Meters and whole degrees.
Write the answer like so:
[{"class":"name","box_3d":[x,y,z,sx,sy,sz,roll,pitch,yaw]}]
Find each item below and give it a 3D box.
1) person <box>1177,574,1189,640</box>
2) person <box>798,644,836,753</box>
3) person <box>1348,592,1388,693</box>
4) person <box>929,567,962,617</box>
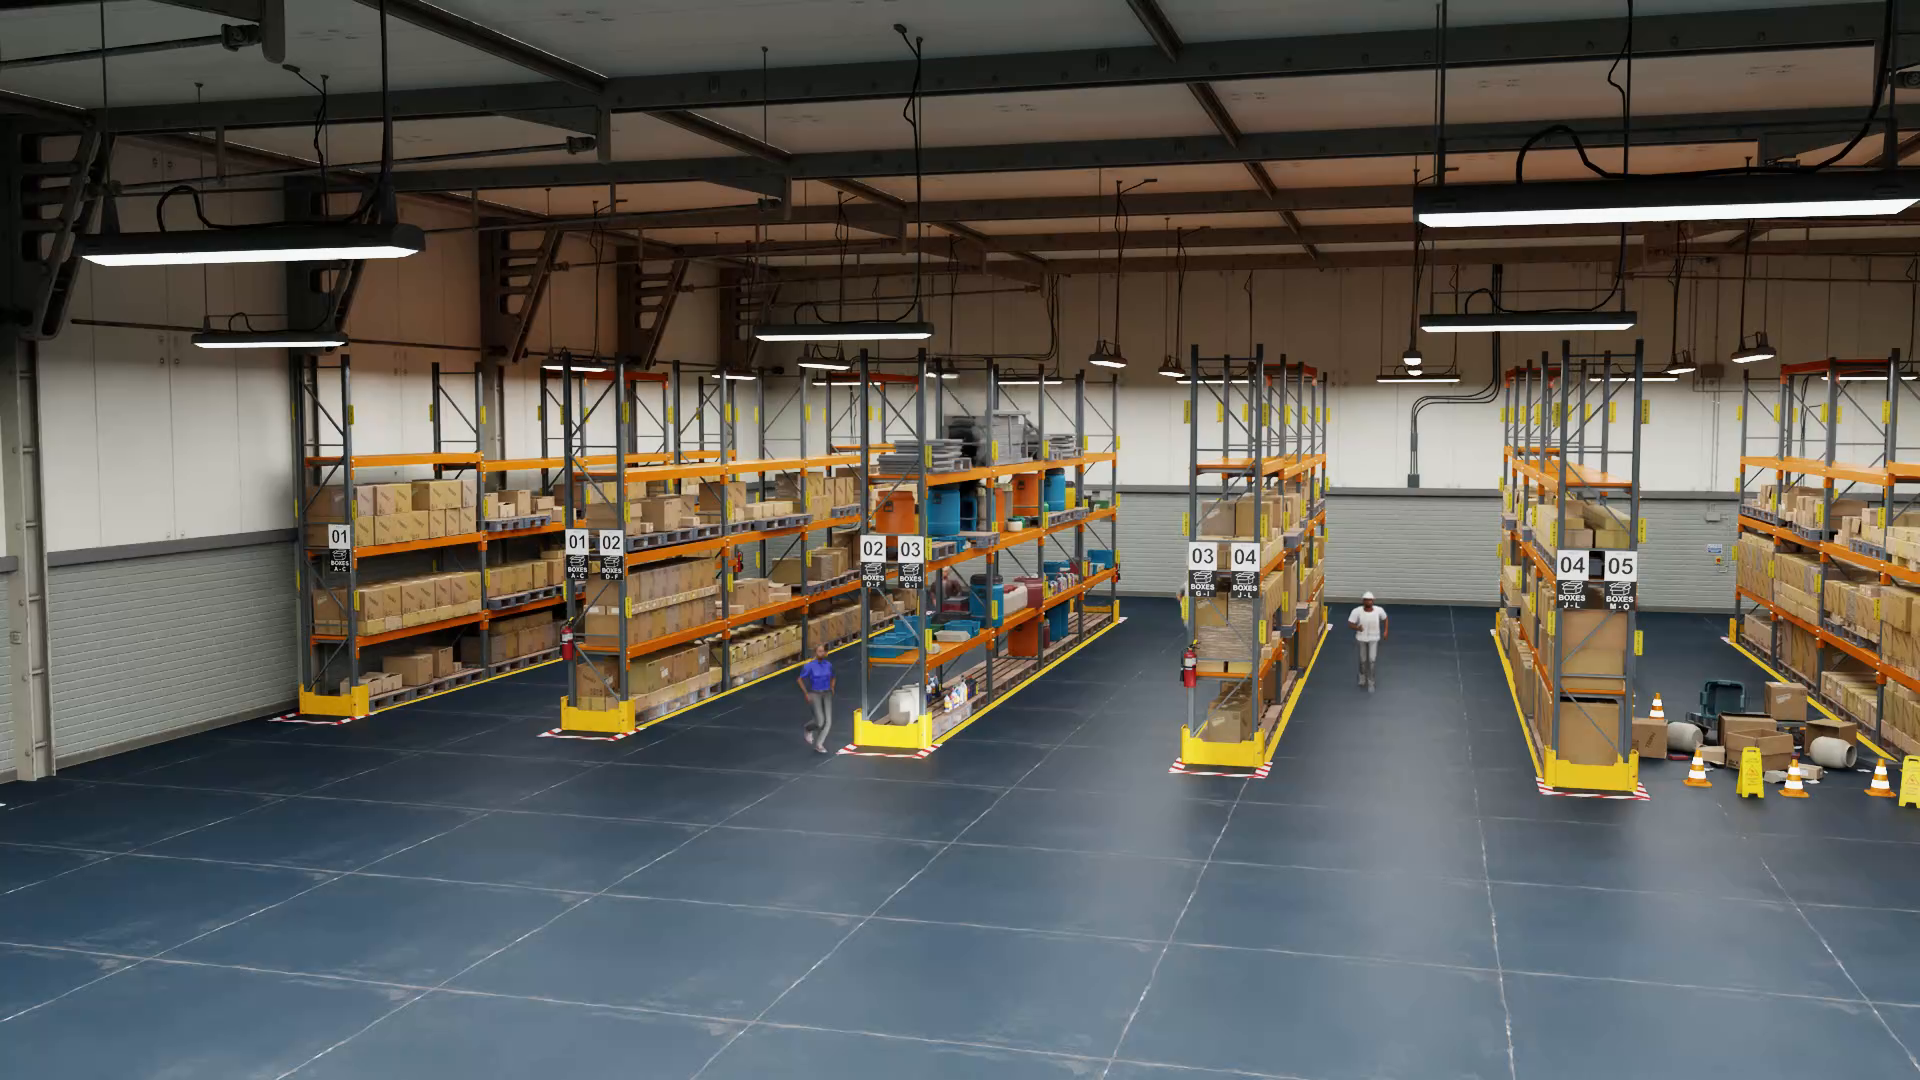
[{"class":"person","box_3d":[4.870,1.501,34.914,0.648,1.759,0.640,1,4,12]},{"class":"person","box_3d":[-2.079,2.359,24.707,0.574,1.601,0.558,-3,5,-32]},{"class":"person","box_3d":[7.437,1.844,30.328,0.720,1.811,0.841,1,4,12]},{"class":"person","box_3d":[-0.323,1.453,35.992,0.742,1.736,0.708,1,4,11]}]
